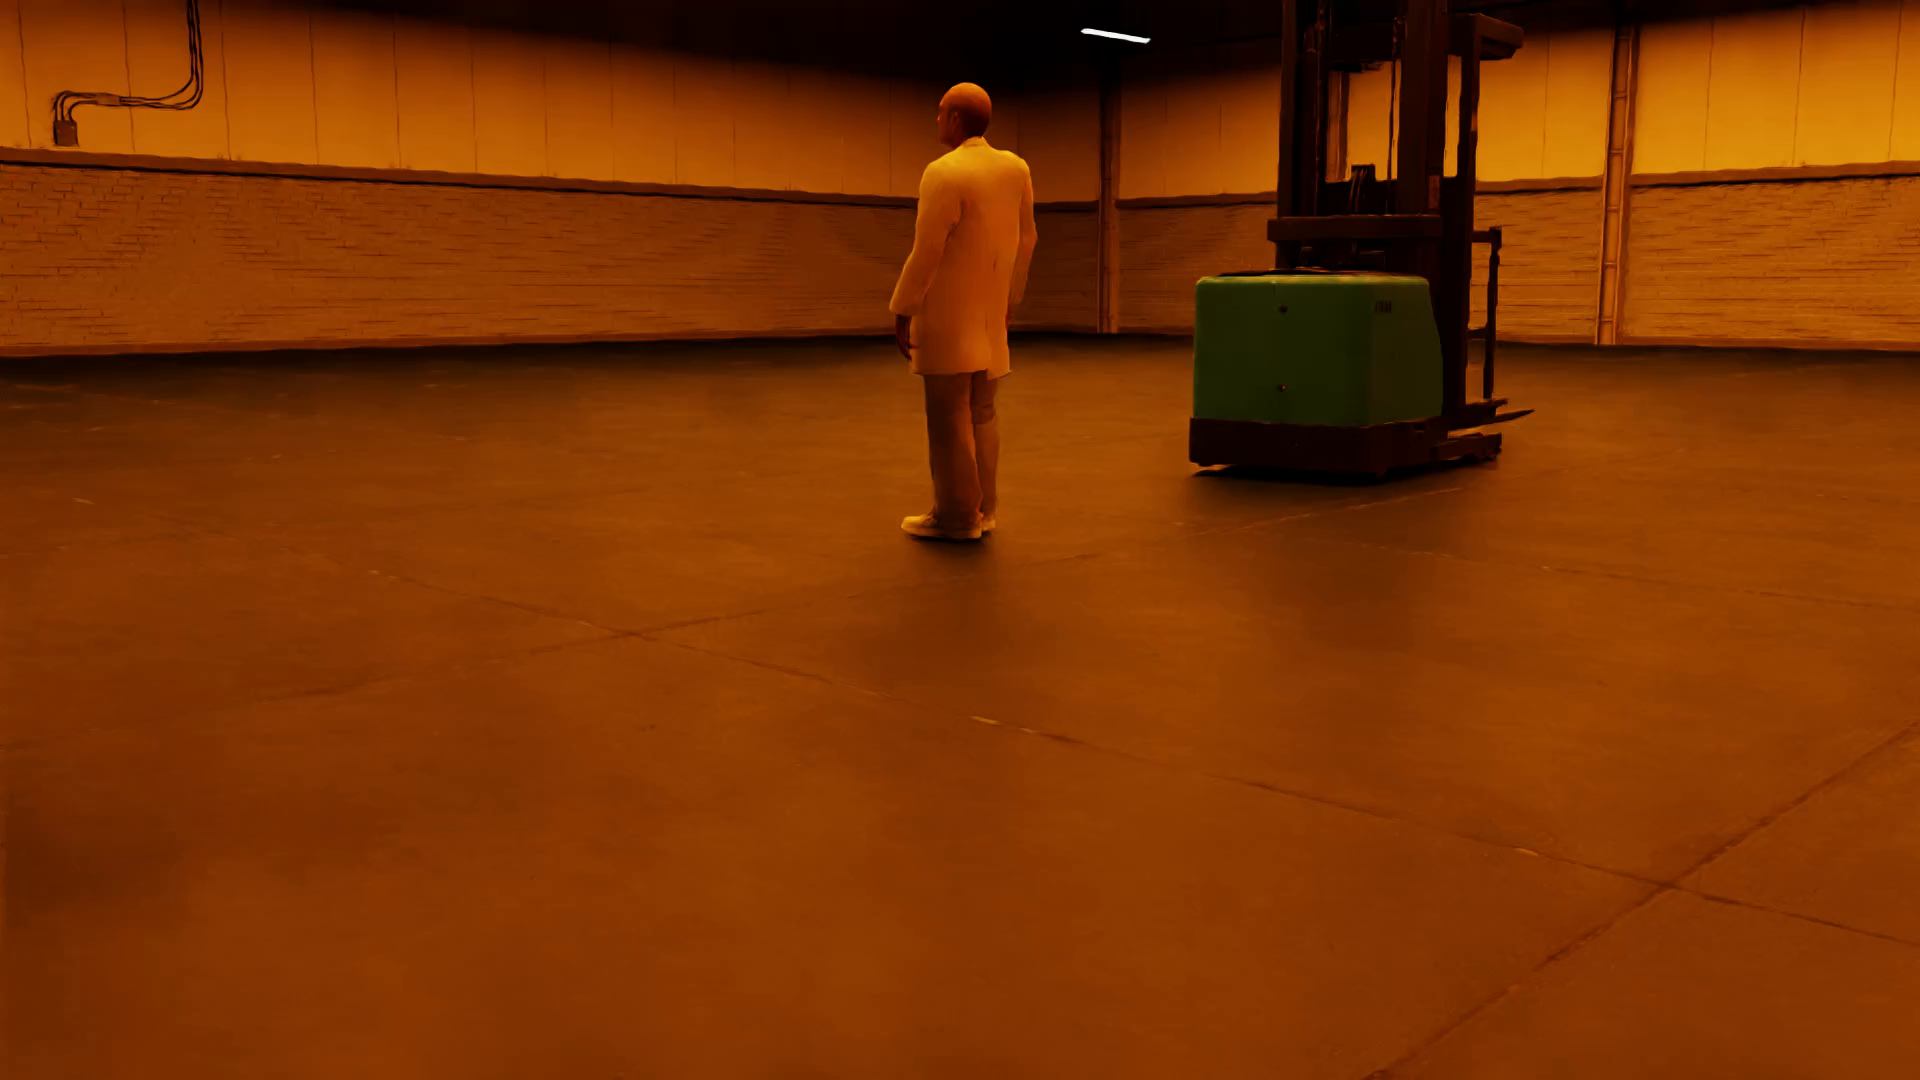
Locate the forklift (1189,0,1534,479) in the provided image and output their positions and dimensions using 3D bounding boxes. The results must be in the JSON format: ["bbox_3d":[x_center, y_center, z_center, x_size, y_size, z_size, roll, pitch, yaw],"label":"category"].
[{"bbox_3d":[2.566,-1.940,9.759,1.130,2.935,3.031,7,11,38],"label":"forklift"}]

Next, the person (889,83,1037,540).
[{"bbox_3d":[-0.062,-0.896,6.650,0.579,1.776,0.694,8,12,43],"label":"person"}]
